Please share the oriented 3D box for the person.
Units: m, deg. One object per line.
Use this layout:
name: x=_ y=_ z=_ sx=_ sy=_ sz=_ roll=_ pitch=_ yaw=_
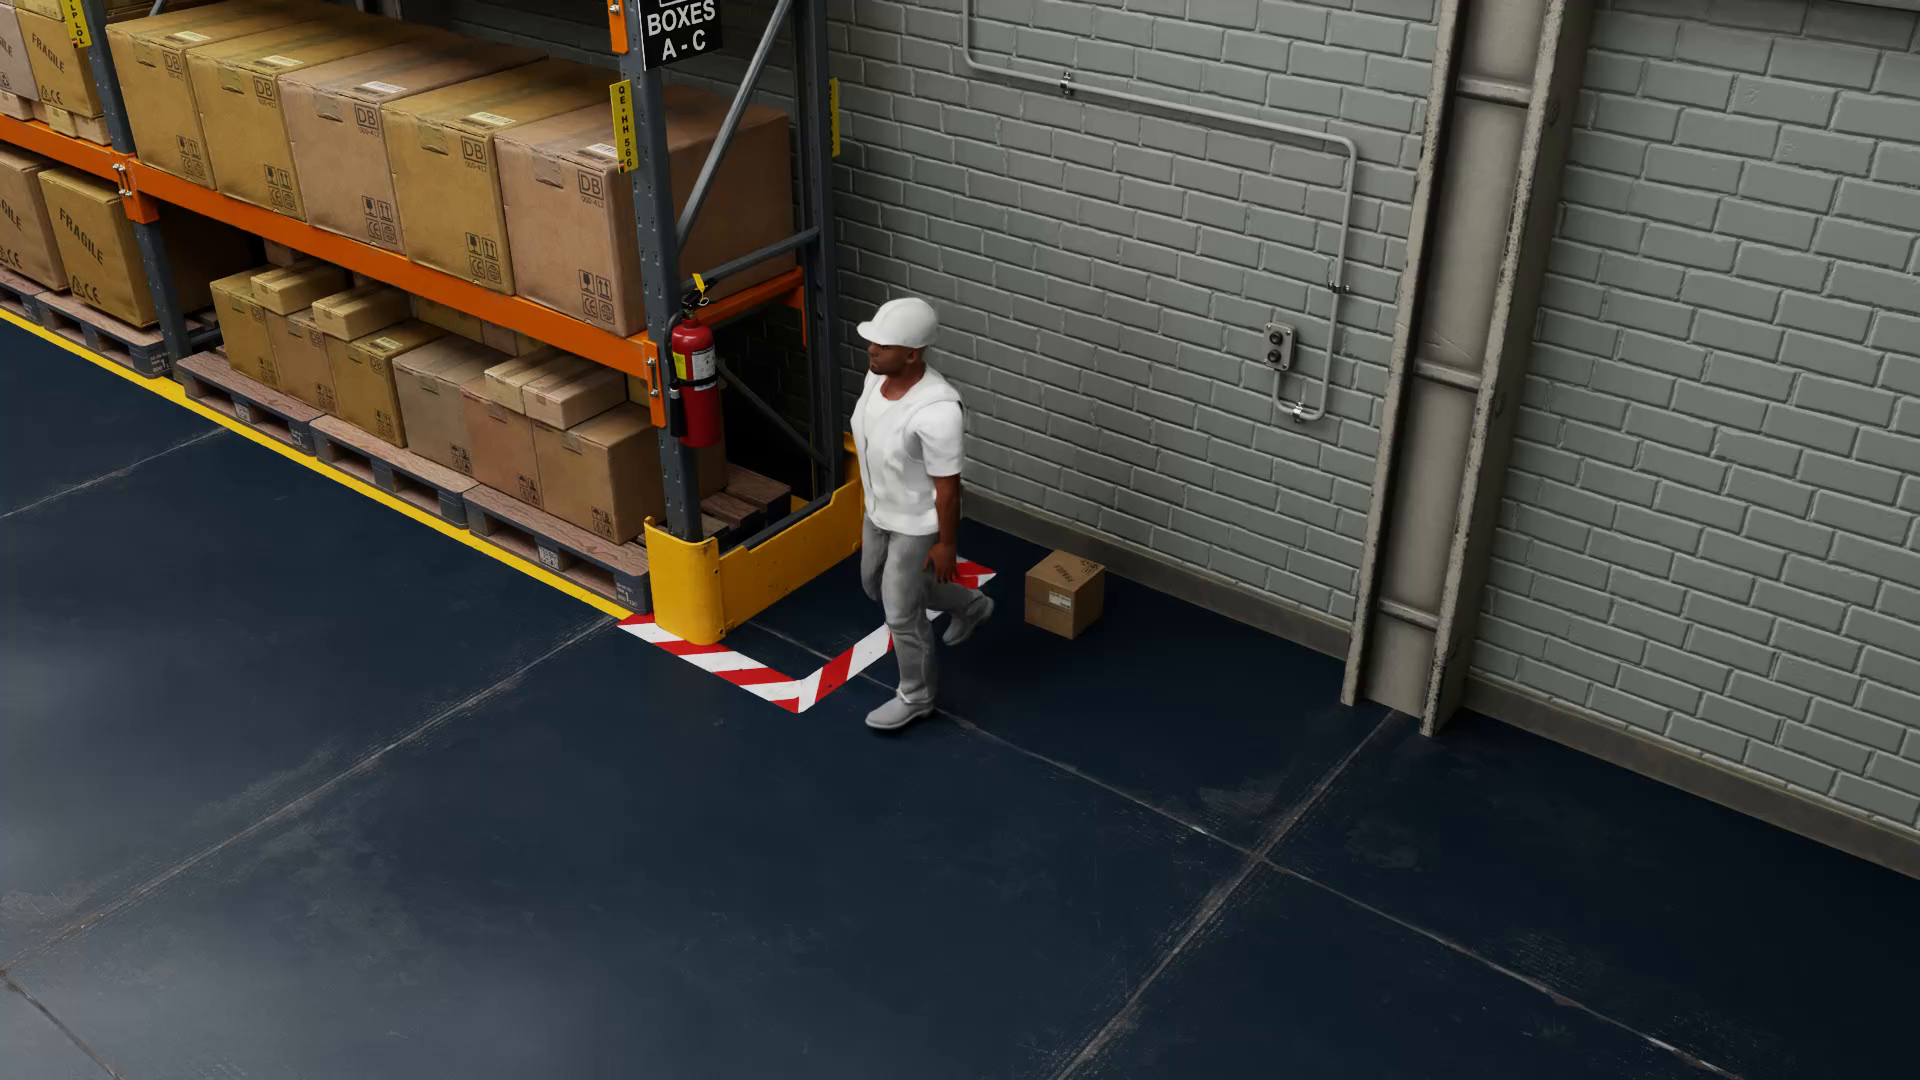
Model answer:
person: x=-0.116 y=-0.127 z=6.299 sx=0.680 sy=1.751 sz=0.582 roll=-16 pitch=34 yaw=-24
